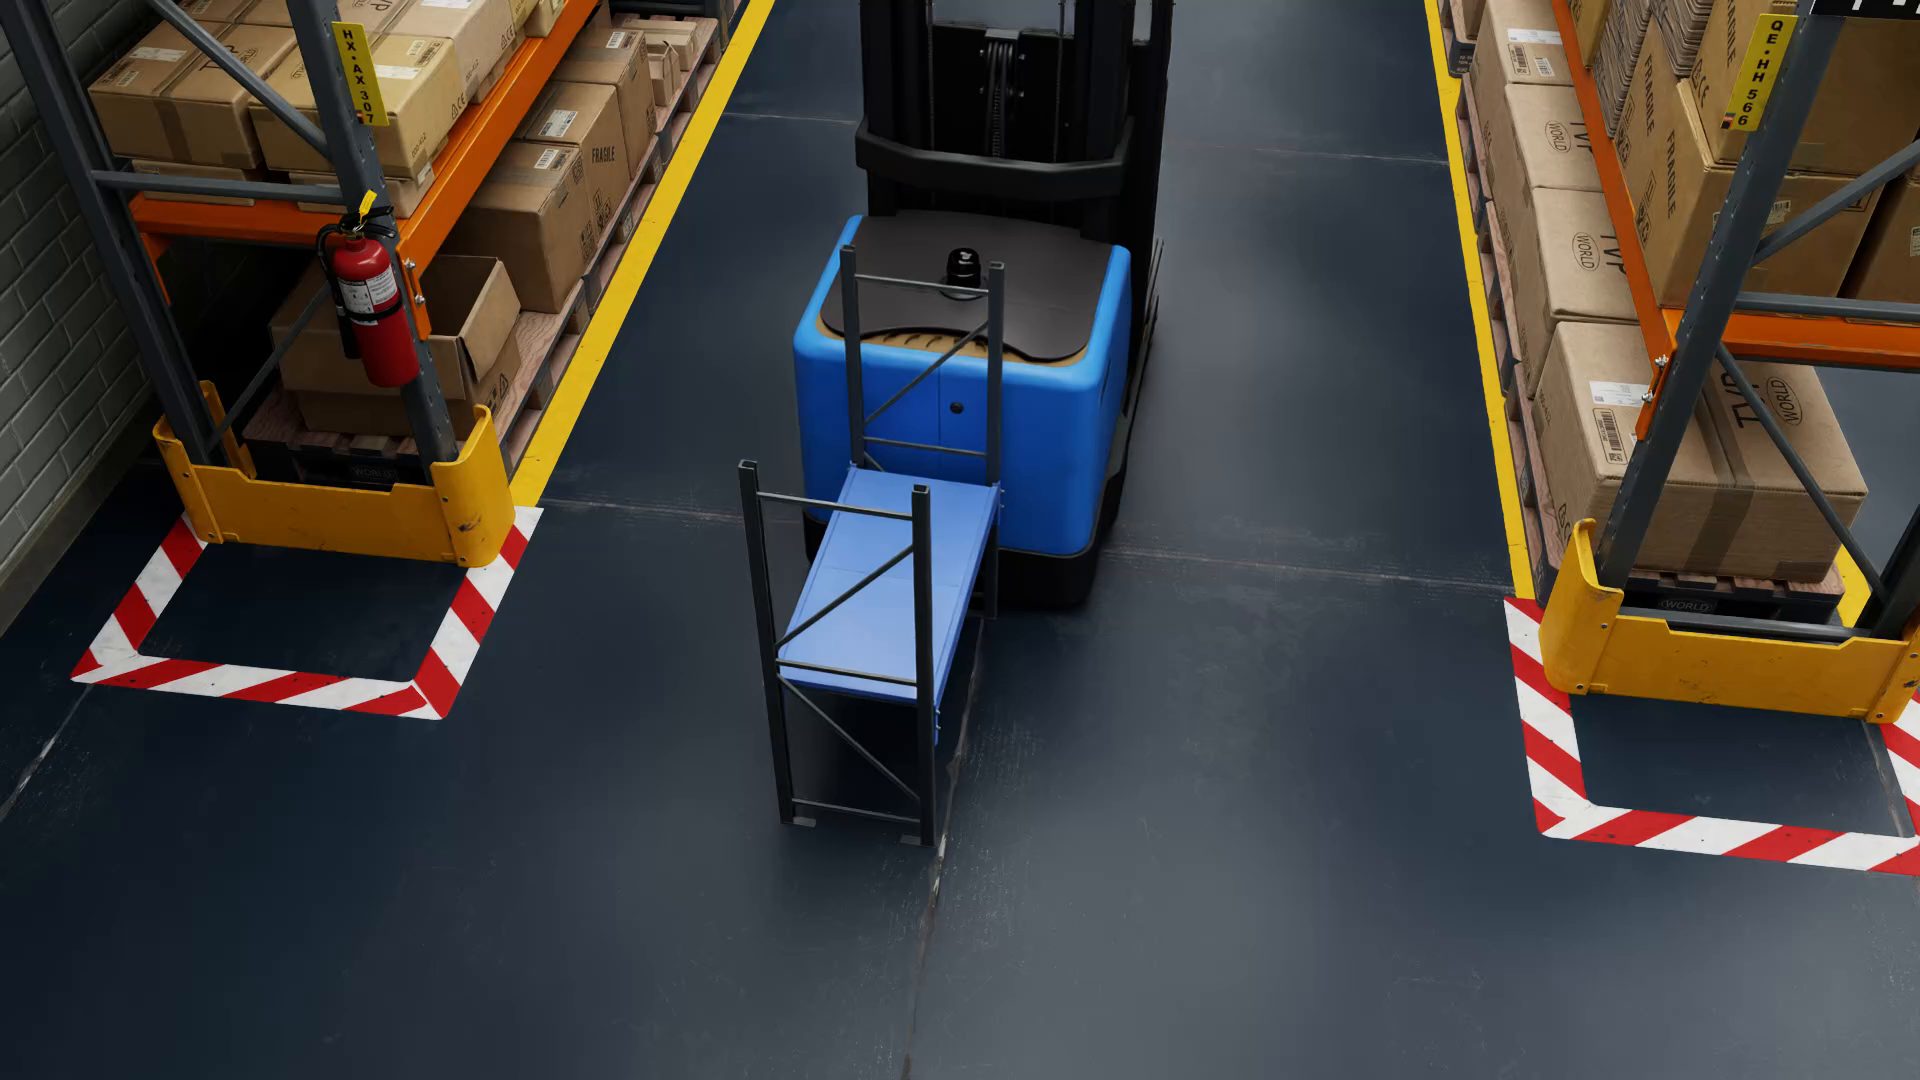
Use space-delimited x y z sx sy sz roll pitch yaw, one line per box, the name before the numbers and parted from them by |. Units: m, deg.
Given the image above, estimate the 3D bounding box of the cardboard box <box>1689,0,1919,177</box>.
cardboard box | 2.450 -1.400 4.747 0.500 0.500 0.500 7 44 7

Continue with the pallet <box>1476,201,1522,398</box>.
pallet | 2.814 -1.019 7.173 1.003 0.211 1.213 5 44 6

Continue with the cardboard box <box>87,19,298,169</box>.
cardboard box | -2.501 -1.490 5.535 0.500 0.250 0.500 6 44 7

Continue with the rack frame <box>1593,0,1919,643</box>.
rack frame | 2.622 -0.650 4.755 1.000 3.000 0.127 5 44 6

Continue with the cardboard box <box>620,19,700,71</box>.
cardboard box | -1.553 -2.536 8.515 0.380 0.149 0.250 4 44 4

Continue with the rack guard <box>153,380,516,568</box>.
rack guard | -2.289 -0.243 6.143 1.175 0.500 0.348 5 44 6

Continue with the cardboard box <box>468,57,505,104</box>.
cardboard box | -1.901 -1.733 6.082 0.380 0.149 0.250 7 44 7

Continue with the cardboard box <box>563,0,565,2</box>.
cardboard box | -1.749 -2.262 6.640 0.380 0.149 0.250 6 44 6

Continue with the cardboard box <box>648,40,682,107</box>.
cardboard box | -1.600 -2.335 8.218 0.396 0.266 0.258 7 44 7

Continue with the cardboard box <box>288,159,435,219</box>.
cardboard box | -1.983 -1.207 5.526 0.380 0.149 0.250 5 44 5

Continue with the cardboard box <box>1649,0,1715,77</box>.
cardboard box | 2.490 -1.759 5.126 0.500 0.500 0.500 5 44 6

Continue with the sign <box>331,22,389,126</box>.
sign | -1.761 -1.364 4.879 0.100 0.325 0.005 5 44 6

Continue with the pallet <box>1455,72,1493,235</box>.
pallet | 2.973 -1.853 8.053 1.003 0.211 1.213 5 44 6

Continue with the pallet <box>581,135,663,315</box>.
pallet | -2.021 -1.511 7.692 1.003 0.211 1.213 5 44 6

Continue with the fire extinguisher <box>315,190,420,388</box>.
fire extinguisher | -1.860 -0.793 5.234 0.296 0.674 0.183 5 44 6

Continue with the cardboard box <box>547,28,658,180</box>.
cardboard box | -1.835 -2.039 7.734 0.700 0.500 0.500 4 44 4

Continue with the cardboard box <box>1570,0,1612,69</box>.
cardboard box | 2.618 -2.085 6.197 0.500 0.500 0.500 6 44 7

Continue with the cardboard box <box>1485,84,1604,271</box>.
cardboard box | 2.843 -1.570 7.285 0.875 0.438 0.875 4 44 4

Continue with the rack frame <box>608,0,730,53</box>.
rack frame | -1.770 -3.825 8.108 1.000 3.000 0.127 5 44 6

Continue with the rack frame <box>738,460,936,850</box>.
rack frame | -0.323 0.382 4.755 0.500 1.500 0.032 8 44 9

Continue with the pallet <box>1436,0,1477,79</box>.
pallet | 3.178 -2.897 9.156 1.003 0.211 1.213 5 44 6

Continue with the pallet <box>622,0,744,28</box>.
pallet | -1.700 -3.370 9.656 1.003 0.211 1.213 5 44 6

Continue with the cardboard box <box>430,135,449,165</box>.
cardboard box | -1.996 -1.384 5.713 0.380 0.149 0.250 6 44 7

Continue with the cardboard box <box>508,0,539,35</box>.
cardboard box | -1.842 -2.127 6.207 0.500 0.250 0.500 4 44 5

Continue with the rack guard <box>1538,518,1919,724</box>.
rack guard | 2.619 0.274 5.597 1.175 0.500 0.348 5 44 6

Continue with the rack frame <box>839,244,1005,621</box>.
rack frame | -0.114 -0.302 5.478 0.500 1.500 0.032 8 44 9

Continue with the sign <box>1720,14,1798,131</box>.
sign | 2.086 -1.216 4.338 0.100 0.325 0.005 5 44 6

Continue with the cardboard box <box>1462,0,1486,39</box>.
cardboard box | 3.153 -3.187 8.674 0.875 0.875 0.875 6 44 7

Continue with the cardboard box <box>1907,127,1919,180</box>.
cardboard box | 2.968 -1.351 4.695 0.500 0.500 0.500 4 44 5

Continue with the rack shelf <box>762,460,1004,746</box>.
rack shelf | -0.218 0.171 5.240 0.538 0.185 1.000 8 44 9

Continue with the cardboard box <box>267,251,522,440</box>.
cardboard box | -2.124 -0.753 6.374 0.797 0.503 0.637 4 44 4

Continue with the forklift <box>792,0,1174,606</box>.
forklift | 0.241 -1.856 6.078 1.130 2.935 3.031 8 44 9

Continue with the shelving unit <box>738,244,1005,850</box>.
shelving unit | -0.218 0.040 5.117 0.538 1.500 1.048 8 44 9

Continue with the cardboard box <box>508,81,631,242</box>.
cardboard box | -1.803 -1.682 7.358 0.500 0.500 0.500 6 44 6

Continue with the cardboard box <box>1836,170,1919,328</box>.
cardboard box | 2.970 -0.988 5.039 0.500 0.500 0.500 5 44 5

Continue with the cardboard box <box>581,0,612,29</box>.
cardboard box | -2.092 -2.572 8.435 0.500 0.311 0.500 7 44 7

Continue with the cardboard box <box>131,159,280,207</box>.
cardboard box | -2.521 -1.258 5.580 0.380 0.149 0.250 5 44 5

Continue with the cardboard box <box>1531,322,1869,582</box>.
cardboard box | 2.610 -0.331 5.976 0.875 0.438 0.875 4 44 4

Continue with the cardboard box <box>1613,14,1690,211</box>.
cardboard box | 2.504 -1.380 5.453 0.500 0.500 0.500 4 44 5

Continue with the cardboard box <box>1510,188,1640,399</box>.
cardboard box | 2.723 -0.956 6.636 0.875 0.438 0.875 6 44 7

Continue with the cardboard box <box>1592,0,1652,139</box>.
cardboard box | 2.563 -1.732 5.824 0.500 0.500 0.500 6 44 7

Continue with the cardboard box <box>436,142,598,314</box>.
cardboard box | -1.972 -1.331 6.987 0.700 0.500 0.500 7 44 7

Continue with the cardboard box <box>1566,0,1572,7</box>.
cardboard box | 2.686 -2.436 6.568 0.500 0.500 0.500 5 44 6

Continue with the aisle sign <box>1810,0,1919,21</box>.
aisle sign | 2.305 -1.573 3.839 0.394 0.787 0.004 5 44 6

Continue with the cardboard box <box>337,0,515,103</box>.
cardboard box | -1.905 -1.781 5.842 0.500 0.250 0.500 6 44 6

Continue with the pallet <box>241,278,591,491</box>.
pallet | -2.184 -0.682 6.817 1.003 0.211 1.213 5 44 6

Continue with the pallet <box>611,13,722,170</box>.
pallet | -1.862 -2.344 8.573 1.003 0.211 1.213 5 44 6

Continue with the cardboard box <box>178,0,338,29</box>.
cardboard box | -2.432 -1.842 5.906 0.500 0.250 0.500 5 44 6

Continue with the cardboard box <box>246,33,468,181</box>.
cardboard box | -1.972 -1.437 5.479 0.500 0.250 0.500 5 44 6

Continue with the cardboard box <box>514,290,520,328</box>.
cardboard box | -2.029 -0.911 6.798 0.380 0.149 0.250 4 44 4

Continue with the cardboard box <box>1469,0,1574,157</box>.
cardboard box | 2.961 -2.180 7.929 0.875 0.438 0.875 5 44 5

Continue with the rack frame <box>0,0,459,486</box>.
rack frame | -2.299 -1.099 5.229 1.000 3.000 0.127 5 44 6

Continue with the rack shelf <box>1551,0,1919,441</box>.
rack shelf | 2.886 -1.752 6.442 1.077 0.370 4.000 5 44 6

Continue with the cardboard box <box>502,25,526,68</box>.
cardboard box | -1.872 -1.915 6.273 0.380 0.149 0.250 6 44 6

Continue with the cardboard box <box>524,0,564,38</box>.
cardboard box | -1.764 -2.080 6.448 0.380 0.149 0.250 4 44 4

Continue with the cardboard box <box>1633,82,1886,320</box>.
cardboard box | 2.423 -1.039 5.093 0.500 0.500 0.500 5 44 6

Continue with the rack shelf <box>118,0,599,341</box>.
rack shelf | -2.034 -2.201 6.916 1.077 0.370 4.000 5 44 6

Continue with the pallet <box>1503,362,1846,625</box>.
pallet | 2.650 -0.190 6.297 1.003 0.211 1.213 5 44 6
